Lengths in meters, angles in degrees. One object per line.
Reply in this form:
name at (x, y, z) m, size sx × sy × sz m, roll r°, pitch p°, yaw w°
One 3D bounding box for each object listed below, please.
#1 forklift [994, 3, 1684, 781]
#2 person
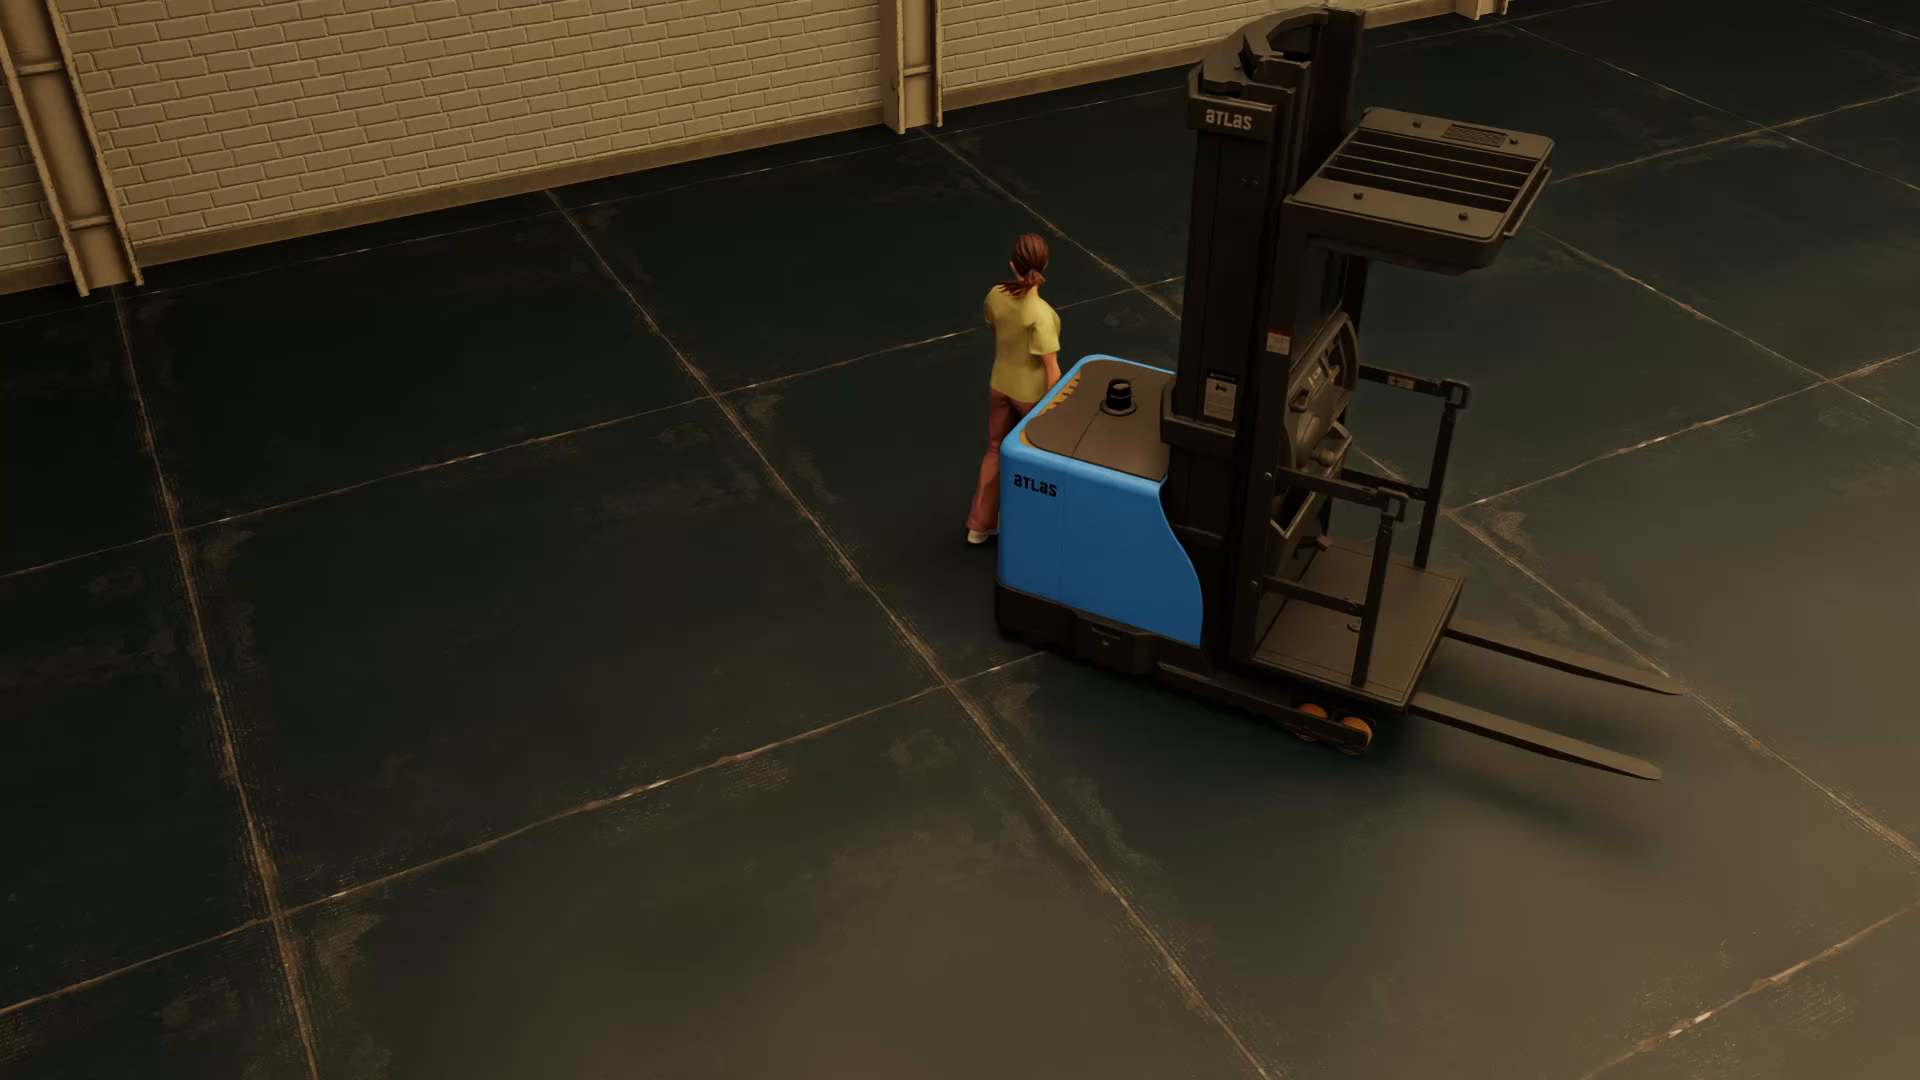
forklift at (1.710, -0.603, 6.976) m, size 3.031 × 2.935 × 1.130 m, roll 17°, pitch 39°, yaw 22°
person at (0.410, -0.792, 8.372) m, size 0.649 × 1.633 × 0.883 m, roll 29°, pitch 44°, yaw 35°
